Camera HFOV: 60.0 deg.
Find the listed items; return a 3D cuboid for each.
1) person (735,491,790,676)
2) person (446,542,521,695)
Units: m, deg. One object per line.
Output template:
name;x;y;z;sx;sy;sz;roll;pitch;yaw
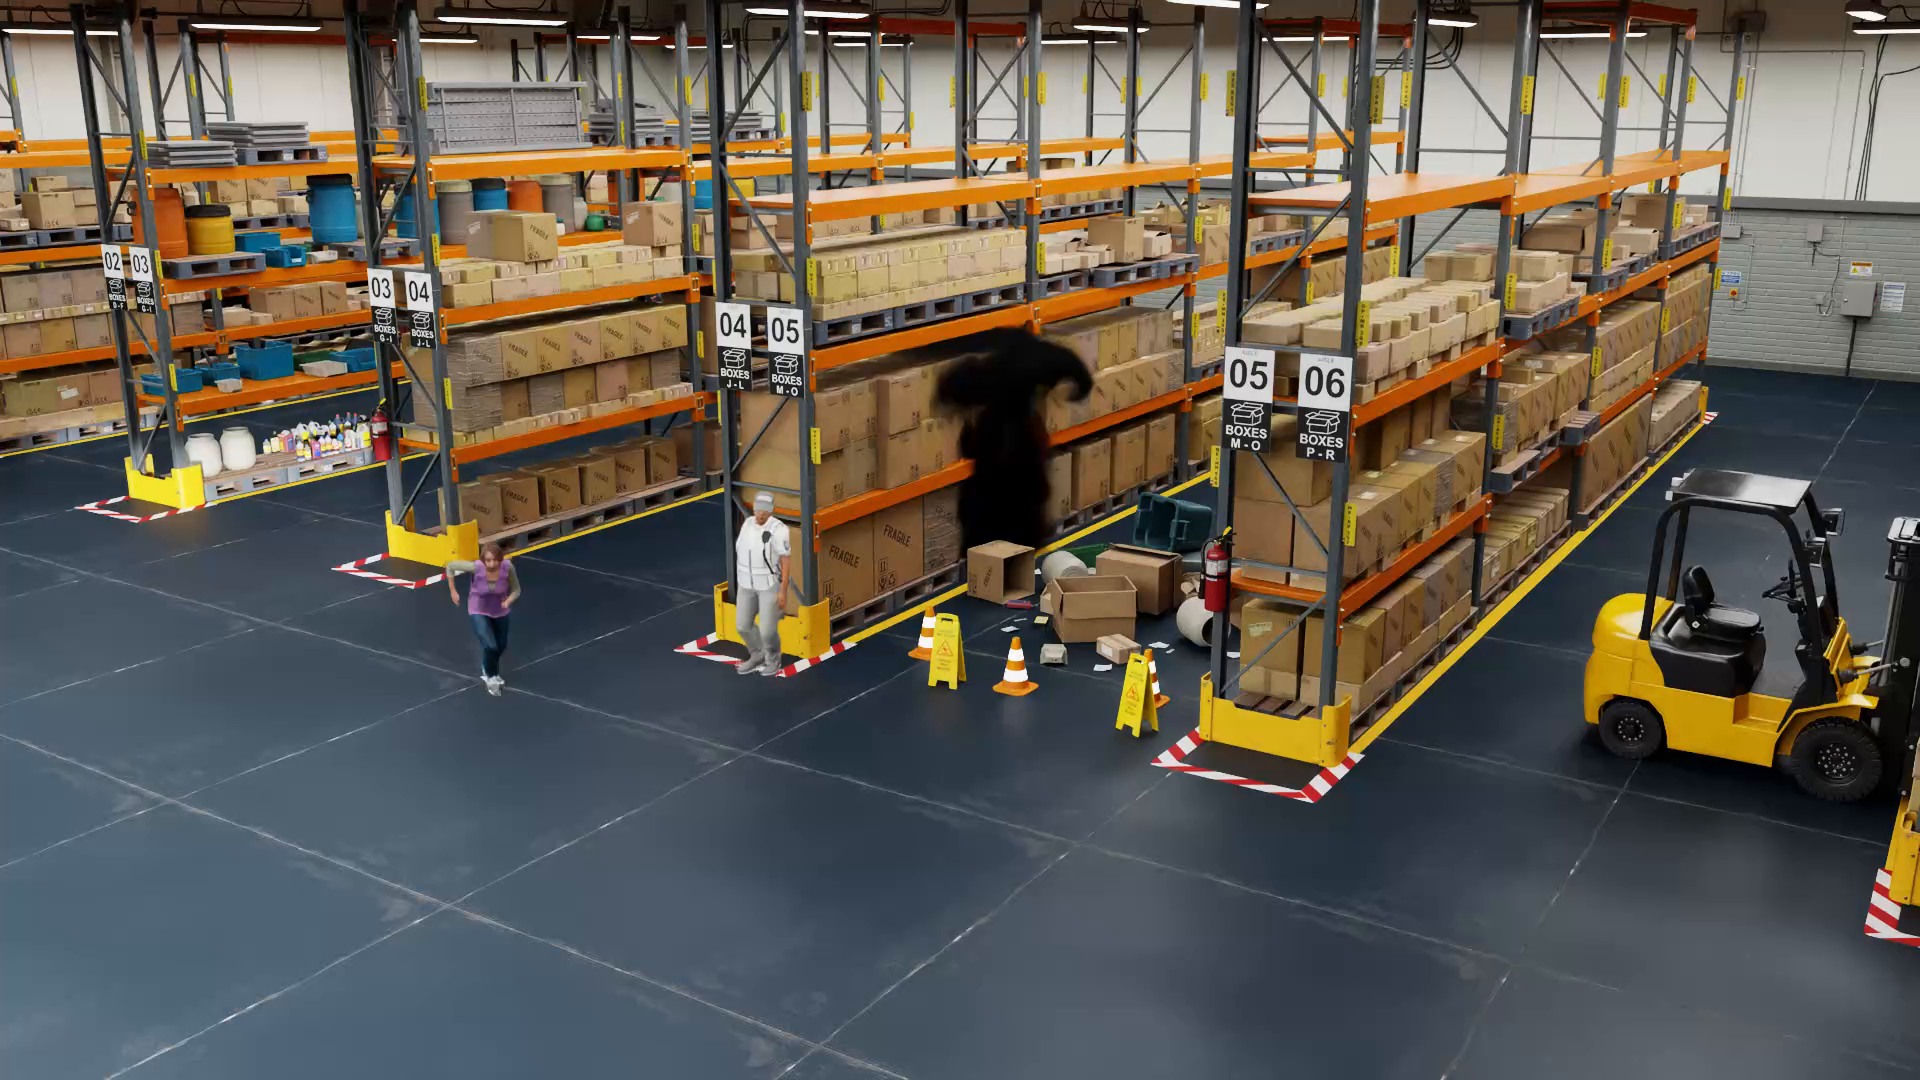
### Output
person;-1.666;0.385;13.889;0.585;1.671;0.475;6;17;21
person;-4.023;0.655;14.112;0.570;1.435;0.872;-7;17;-25
